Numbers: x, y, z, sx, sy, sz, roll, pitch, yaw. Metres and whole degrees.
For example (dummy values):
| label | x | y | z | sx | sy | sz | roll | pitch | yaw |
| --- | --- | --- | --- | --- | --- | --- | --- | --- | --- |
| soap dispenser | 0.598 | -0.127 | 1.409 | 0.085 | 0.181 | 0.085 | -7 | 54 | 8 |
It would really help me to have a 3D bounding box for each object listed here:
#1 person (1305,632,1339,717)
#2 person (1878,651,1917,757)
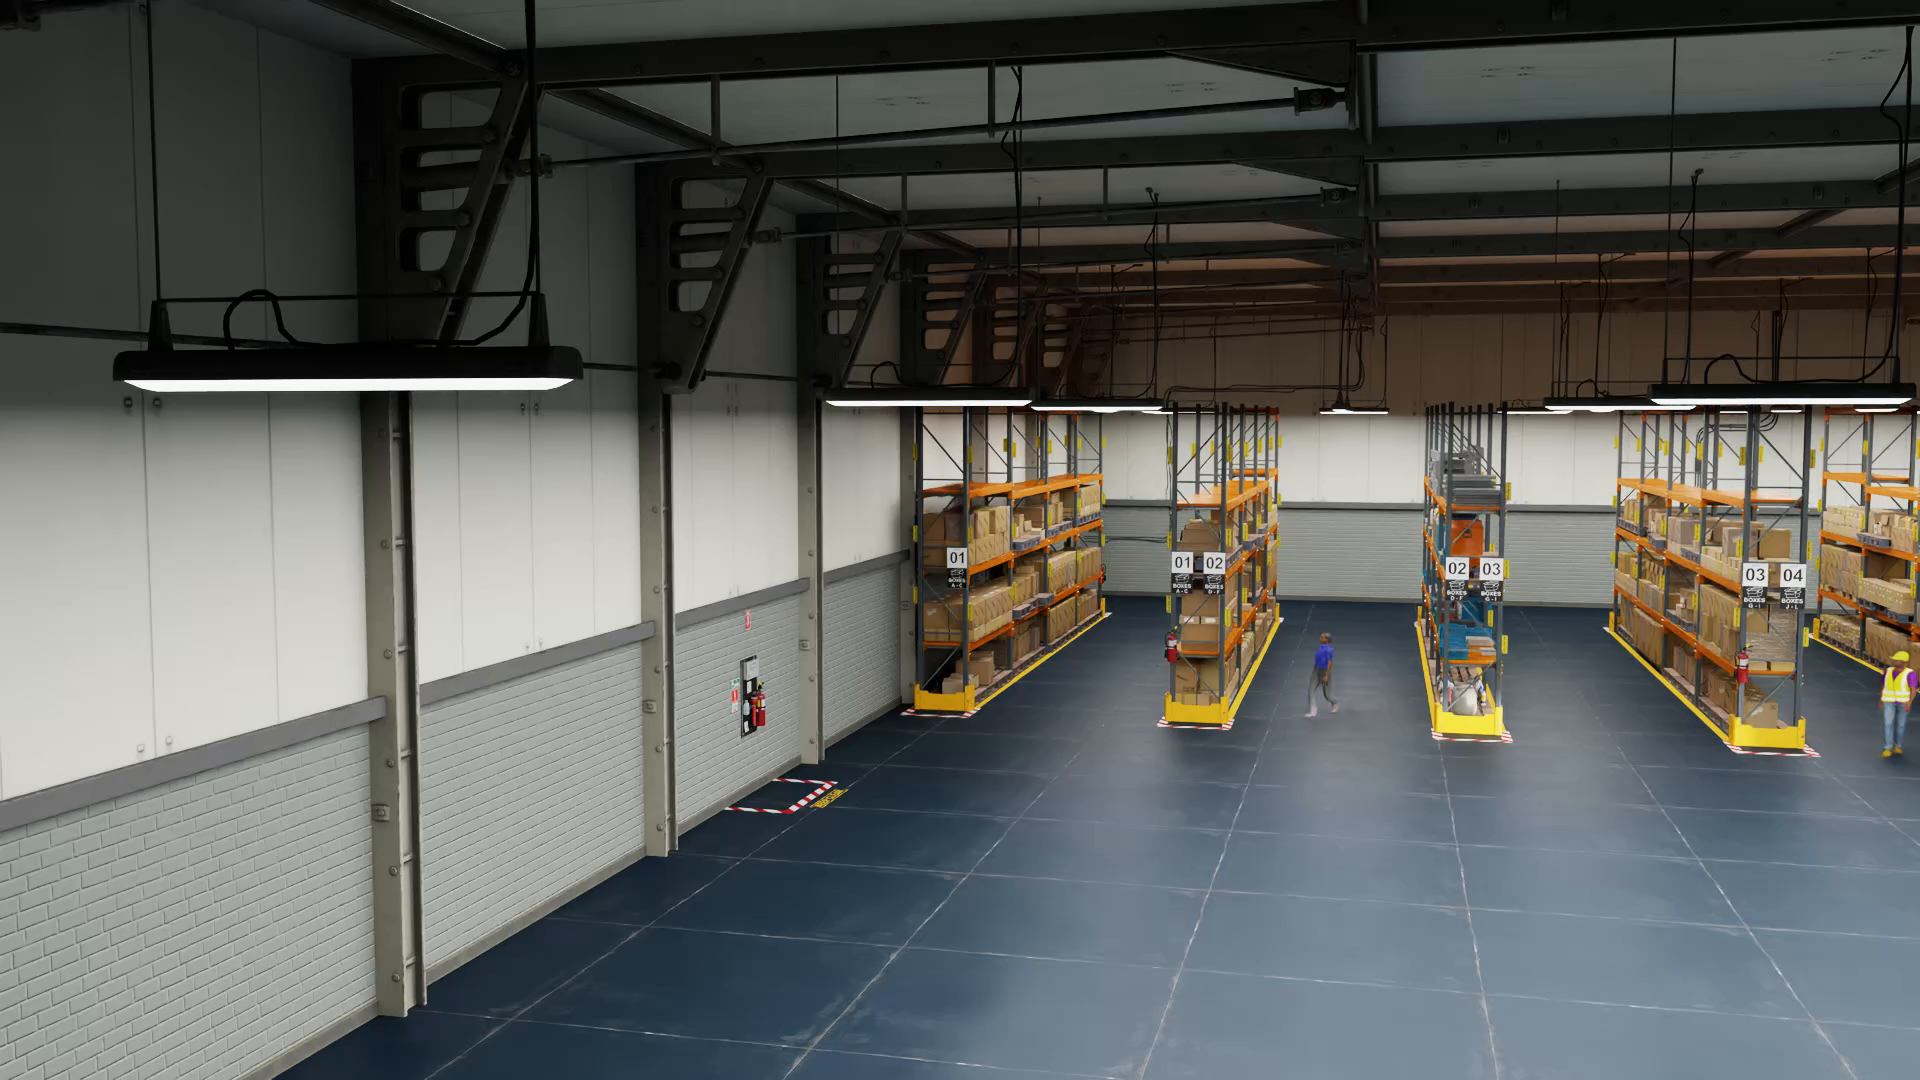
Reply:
| label | x | y | z | sx | sy | sz | roll | pitch | yaw |
| --- | --- | --- | --- | --- | --- | --- | --- | --- | --- |
| person | 6.933 | 2.561 | 31.752 | 0.470 | 1.604 | 0.810 | 4 | 6 | 42 |
| person | 15.840 | 2.763 | 28.089 | 0.550 | 1.753 | 0.678 | 2 | 5 | 24 |
